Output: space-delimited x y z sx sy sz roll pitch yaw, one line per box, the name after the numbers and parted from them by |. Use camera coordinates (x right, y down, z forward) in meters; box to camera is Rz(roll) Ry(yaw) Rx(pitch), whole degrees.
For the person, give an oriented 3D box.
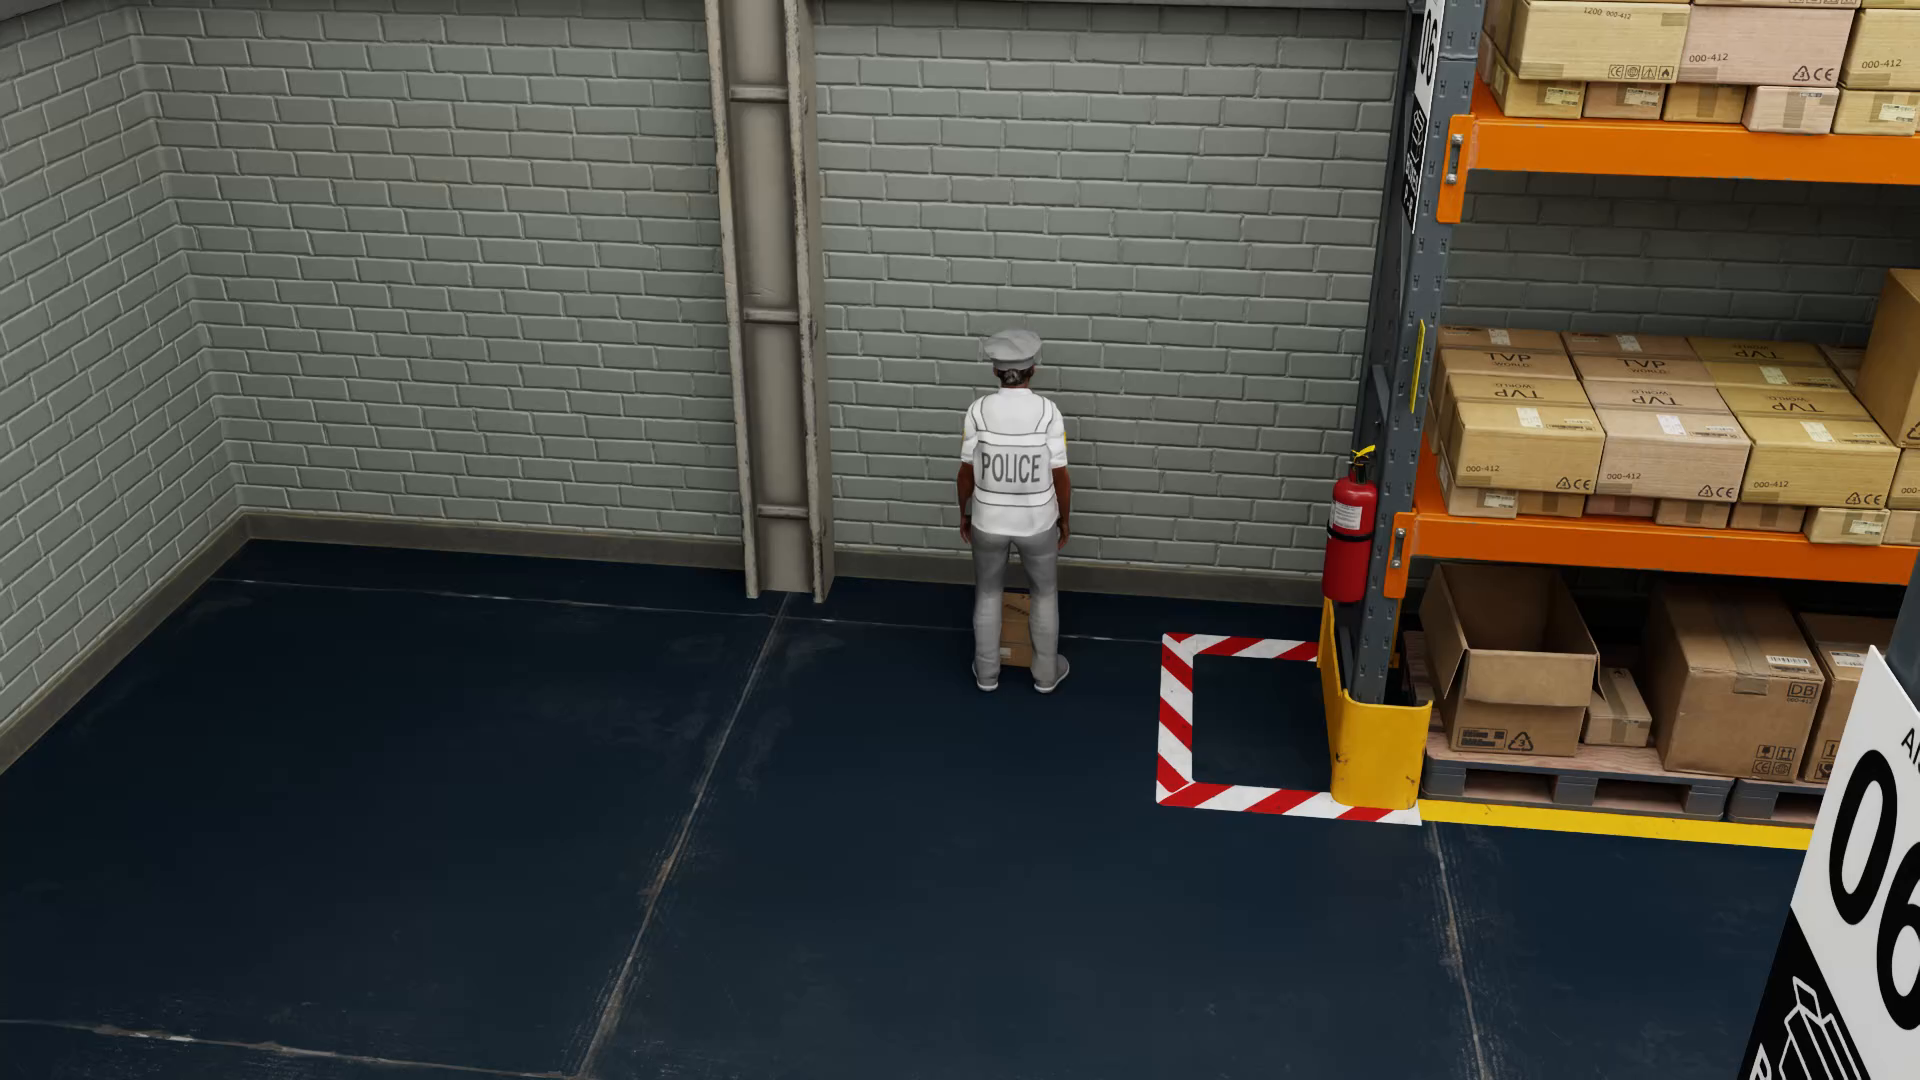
0.244 -0.086 7.282 0.509 1.658 0.396 3 29 6 | person
